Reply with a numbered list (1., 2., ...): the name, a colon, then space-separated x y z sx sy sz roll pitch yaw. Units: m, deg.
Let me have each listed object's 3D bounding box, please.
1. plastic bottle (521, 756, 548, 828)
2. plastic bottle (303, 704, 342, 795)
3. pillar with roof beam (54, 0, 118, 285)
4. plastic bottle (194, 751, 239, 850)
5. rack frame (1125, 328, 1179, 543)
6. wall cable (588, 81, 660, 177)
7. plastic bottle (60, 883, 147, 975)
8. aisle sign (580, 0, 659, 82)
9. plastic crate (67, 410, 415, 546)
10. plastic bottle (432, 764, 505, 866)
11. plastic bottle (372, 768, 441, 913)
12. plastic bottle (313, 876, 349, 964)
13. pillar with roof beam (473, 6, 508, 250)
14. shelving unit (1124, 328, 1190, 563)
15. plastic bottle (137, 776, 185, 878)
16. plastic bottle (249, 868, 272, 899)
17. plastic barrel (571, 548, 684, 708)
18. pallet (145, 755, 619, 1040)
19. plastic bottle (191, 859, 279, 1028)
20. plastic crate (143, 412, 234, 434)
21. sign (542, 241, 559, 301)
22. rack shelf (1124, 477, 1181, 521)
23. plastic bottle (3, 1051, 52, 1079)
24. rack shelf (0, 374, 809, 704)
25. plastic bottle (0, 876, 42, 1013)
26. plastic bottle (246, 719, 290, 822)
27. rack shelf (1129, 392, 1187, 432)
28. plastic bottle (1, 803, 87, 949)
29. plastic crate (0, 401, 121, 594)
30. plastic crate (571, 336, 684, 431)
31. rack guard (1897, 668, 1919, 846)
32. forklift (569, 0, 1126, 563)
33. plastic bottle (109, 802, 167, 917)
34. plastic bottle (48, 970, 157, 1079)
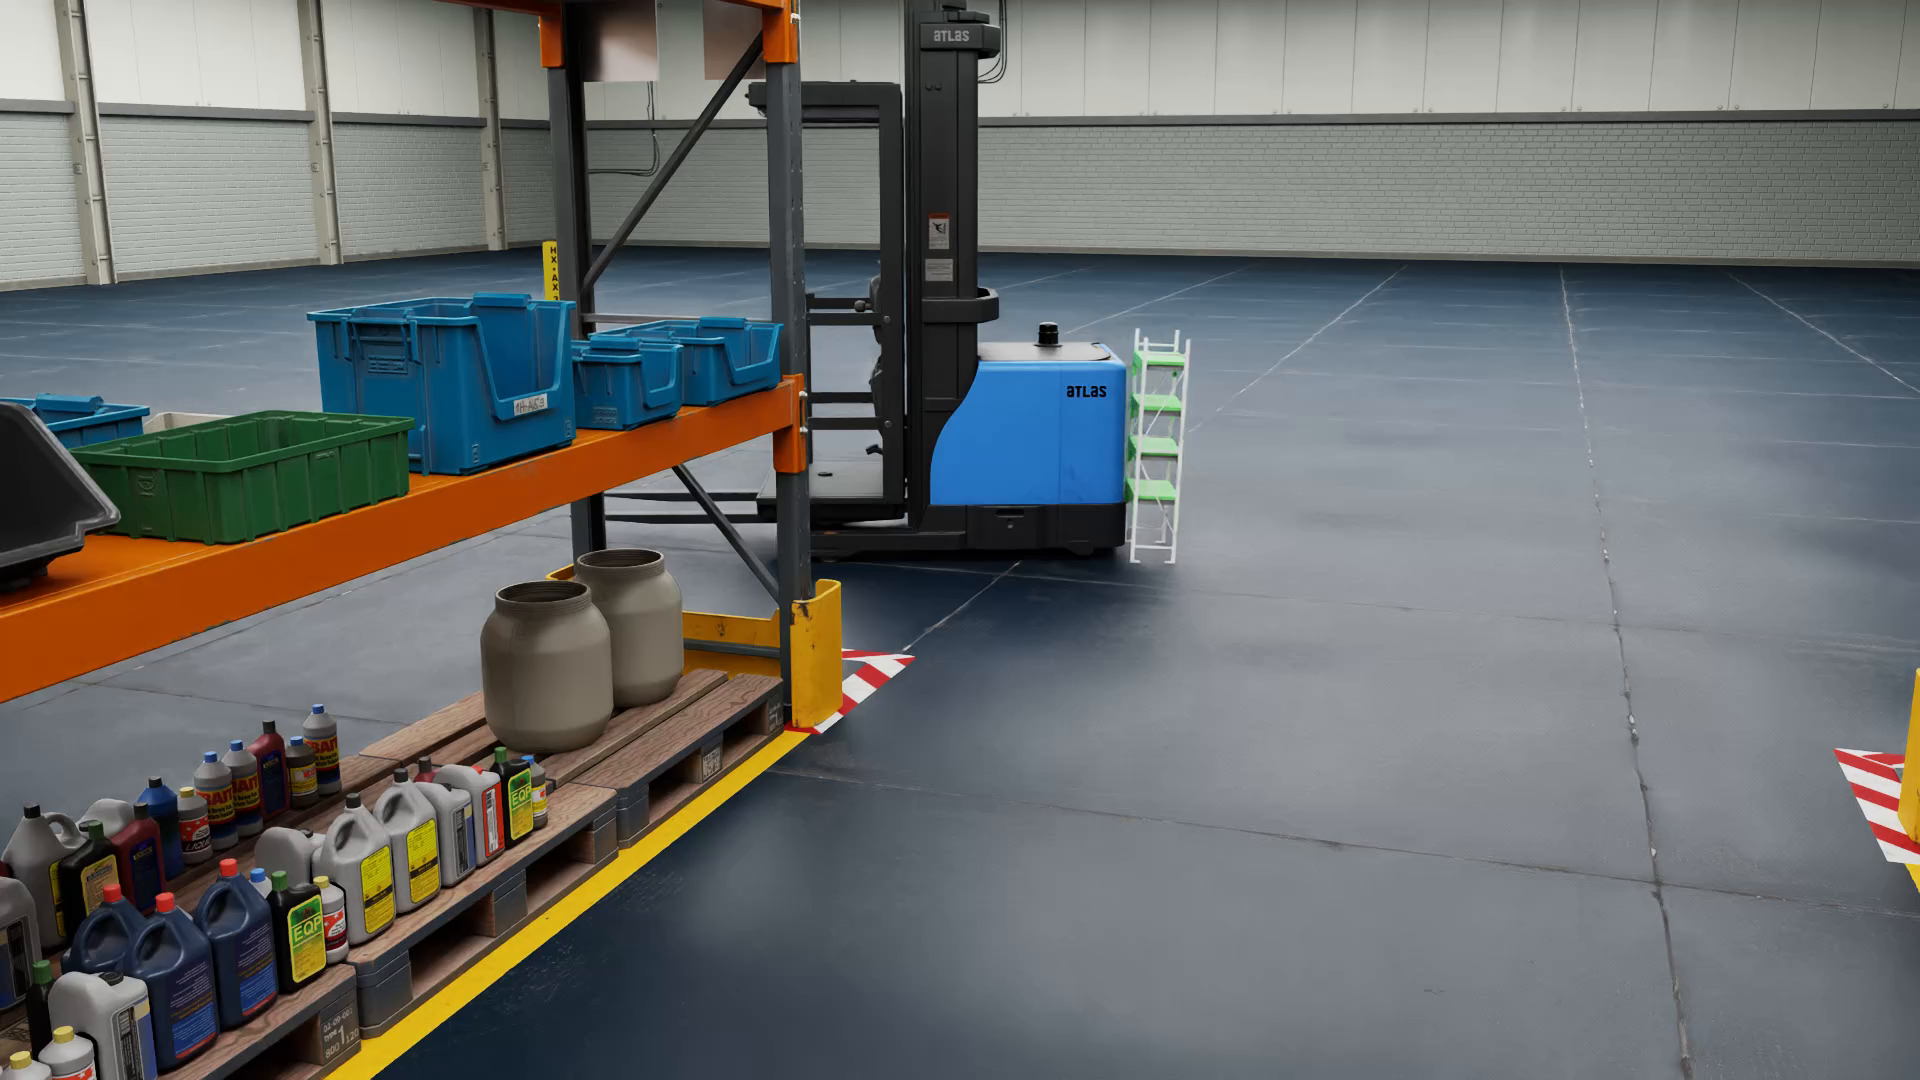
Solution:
1. plastic bottle: -1.256 0.730 4.850 0.097 0.201 0.097 0 13 0
2. plastic bottle: -1.958 0.637 5.100 0.097 0.271 0.097 0 13 0
3. pillar with roof beam: -11.019 -8.588 26.892 9.100 9.000 0.400 4 14 18
4. plastic bottle: -2.101 0.730 4.692 0.097 0.271 0.097 0 13 0
5. rack frame: 1.064 -0.575 9.286 0.240 1.200 0.015 2 13 0
6. wall cable: -9.005 -10.436 41.966 3.097 2.526 0.112 4 14 18
7. plastic bottle: -1.853 0.930 3.635 0.144 0.351 0.185 4 14 18
8. aisle sign: -1.331 -2.142 6.289 0.394 0.787 0.004 4 14 18
9. plastic crate: -1.665 -0.158 3.917 0.450 0.188 0.662 4 14 18
10. plastic bottle: -1.363 0.744 4.618 0.152 0.276 0.135 4 14 19
11. plastic bottle: -1.458 0.772 4.327 0.144 0.351 0.185 5 14 21
12. plastic bottle: -1.542 0.916 4.034 0.097 0.201 0.097 0 13 0
13. pillar with roof beam: -7.136 -11.115 37.962 9.100 9.000 0.400 4 14 18
14. shelving unit: 1.061 -0.520 9.048 0.258 1.200 0.503 2 13 0
15. plastic bottle: -2.167 0.773 4.505 0.097 0.271 0.097 0 13 0
16. plastic bottle: -1.644 0.906 3.920 0.097 0.271 0.097 0 13 0
17. plastic barrel: -1.217 0.314 6.019 0.421 0.512 0.421 0 13 0
18. pallet: -1.721 0.967 4.776 1.003 0.211 1.213 4 14 18
19. plastic bottle: -1.656 0.901 3.764 0.144 0.351 0.185 4 13 16
20. plastic crate: -2.085 -0.228 4.337 0.530 0.136 0.437 4 14 18
21. sign: -1.596 -1.014 6.567 0.100 0.325 0.005 4 14 18
22. rack shelf: 1.050 -0.224 9.116 0.258 0.148 0.480 2 13 0
23. plastic bottle: -1.820 1.097 3.242 0.097 0.201 0.097 0 13 0
24. rack shelf: -1.724 -0.066 4.655 1.077 0.370 4.000 4 14 18
25. plastic bottle: -2.225 0.926 3.823 0.152 0.276 0.135 4 14 18
26. plastic bottle: -2.049 0.677 4.896 0.061 0.283 0.133 5 14 19
27. rack shelf: 1.068 -0.692 9.009 0.258 0.148 0.480 2 13 0
28. plastic bottle: -2.269 0.816 4.136 0.144 0.351 0.185 4 14 18
29. plastic crate: -2.081 -0.067 3.180 0.767 0.338 0.504 4 14 18
30. plastic crate: -1.171 -0.503 5.283 0.499 0.251 0.408 4 14 18
31. rack guard: 3.617 0.733 5.154 1.175 0.500 0.348 4 14 18
32. forklift: -0.625 -1.426 9.147 3.031 2.935 1.130 0 13 -1
33. plastic bottle: -2.111 0.823 4.259 0.061 0.283 0.133 4 14 18
34. plastic bottle: -1.774 1.012 3.447 0.152 0.276 0.135 5 14 20
